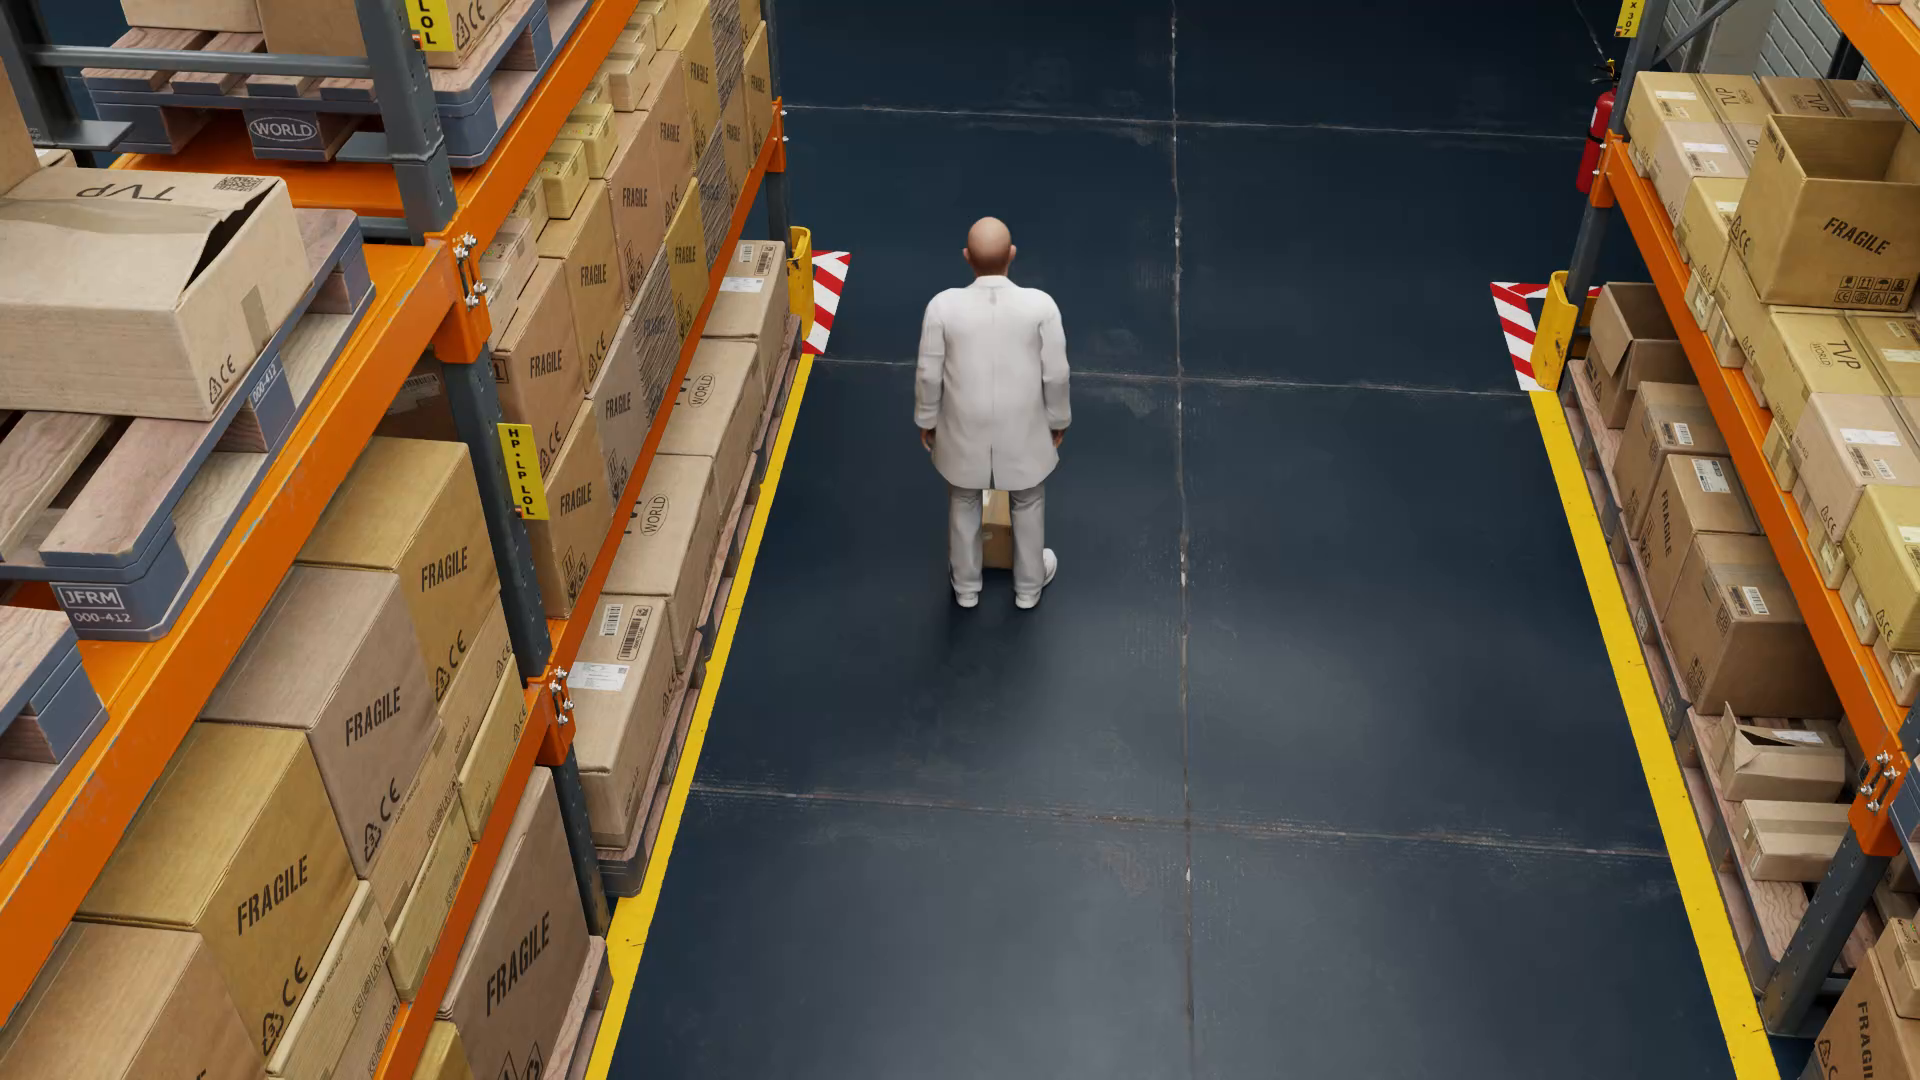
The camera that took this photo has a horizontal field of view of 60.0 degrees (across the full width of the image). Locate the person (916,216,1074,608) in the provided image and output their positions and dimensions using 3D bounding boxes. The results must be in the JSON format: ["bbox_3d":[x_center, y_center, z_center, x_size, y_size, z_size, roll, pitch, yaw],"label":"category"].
[{"bbox_3d":[0.138,-0.459,6.775,0.642,1.709,0.422,3,40,4],"label":"person"}]
